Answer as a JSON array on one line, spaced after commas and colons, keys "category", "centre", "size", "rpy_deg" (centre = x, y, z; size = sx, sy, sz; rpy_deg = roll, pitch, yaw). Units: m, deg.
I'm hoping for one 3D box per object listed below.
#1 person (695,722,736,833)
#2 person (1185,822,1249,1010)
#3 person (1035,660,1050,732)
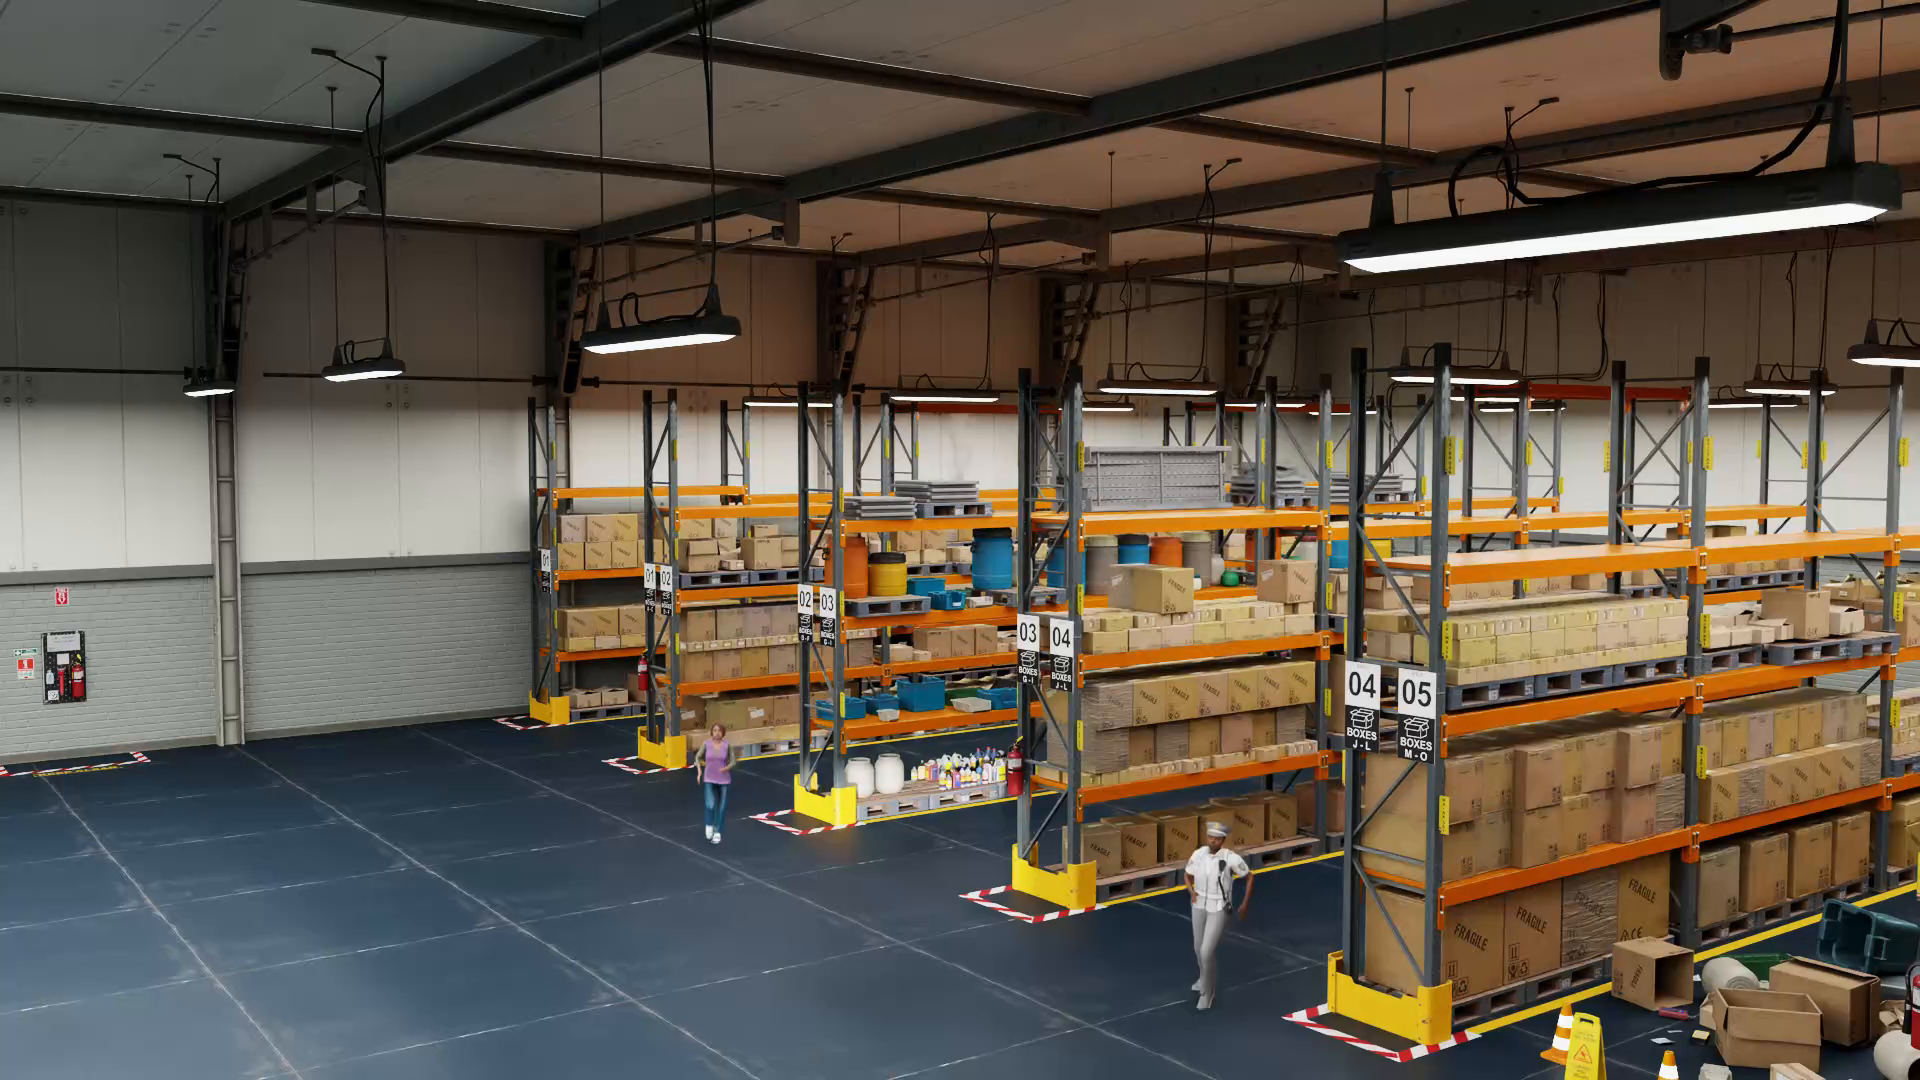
[{"category": "person", "centre": [-3.125, 3.072, 21.293], "size": [0.516, 1.476, 0.589], "rpy_deg": [-1, 3, -10]}, {"category": "person", "centre": [2.352, 3.442, 15.307], "size": [0.581, 1.776, 0.617], "rpy_deg": [2, 4, 34]}, {"category": "person", "centre": [1.424, 2.569, 28.405], "size": [0.646, 1.588, 0.738], "rpy_deg": [3, 4, 40]}]
